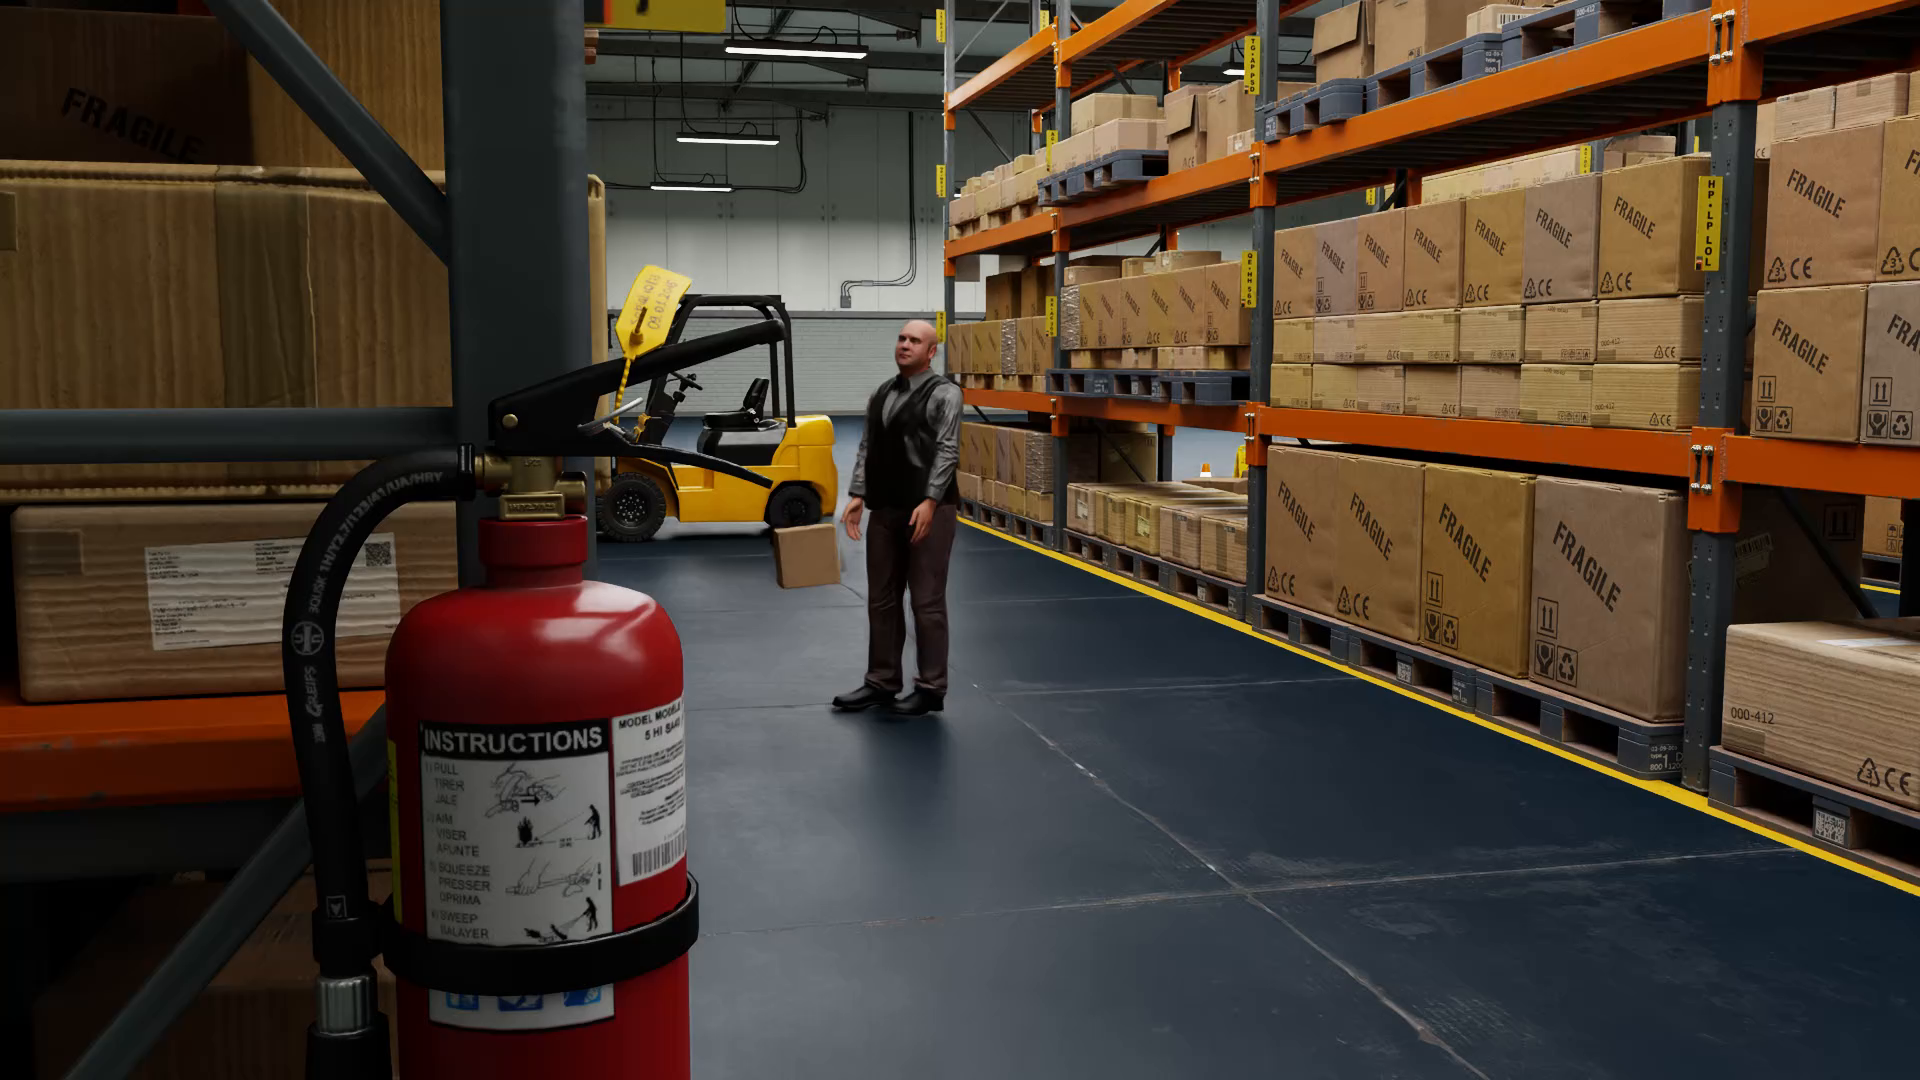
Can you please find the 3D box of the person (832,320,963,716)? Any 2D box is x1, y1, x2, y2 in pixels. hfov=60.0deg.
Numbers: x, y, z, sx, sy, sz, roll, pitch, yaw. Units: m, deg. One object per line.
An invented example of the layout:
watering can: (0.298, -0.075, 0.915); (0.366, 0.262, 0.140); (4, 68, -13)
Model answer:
person: (-0.252, -0.100, 7.332); (0.579, 1.733, 0.429); (5, 8, 39)
